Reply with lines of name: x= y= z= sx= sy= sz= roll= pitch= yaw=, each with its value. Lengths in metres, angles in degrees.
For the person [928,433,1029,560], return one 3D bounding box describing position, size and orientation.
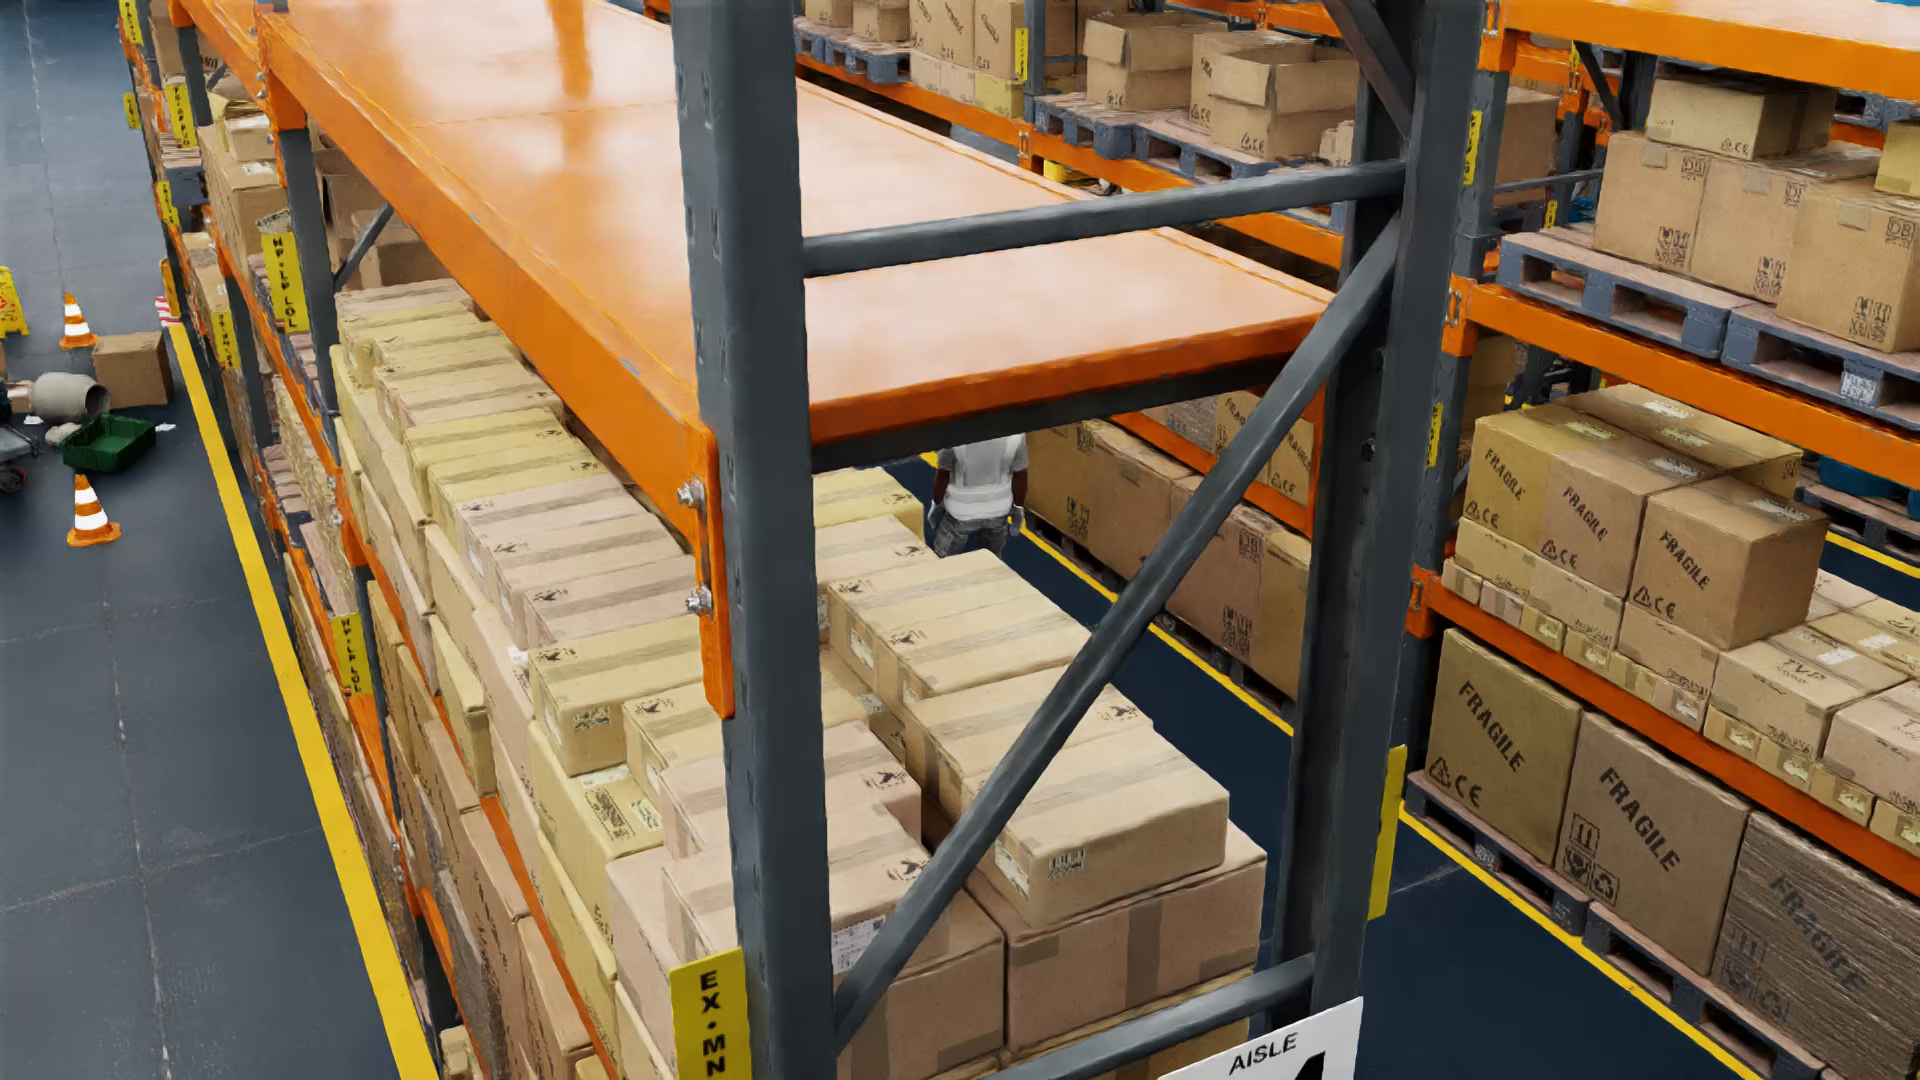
person: x=0.096 y=-0.209 z=10.042 sx=0.575 sy=1.772 sz=0.796 roll=-6 pitch=26 yaw=-13
